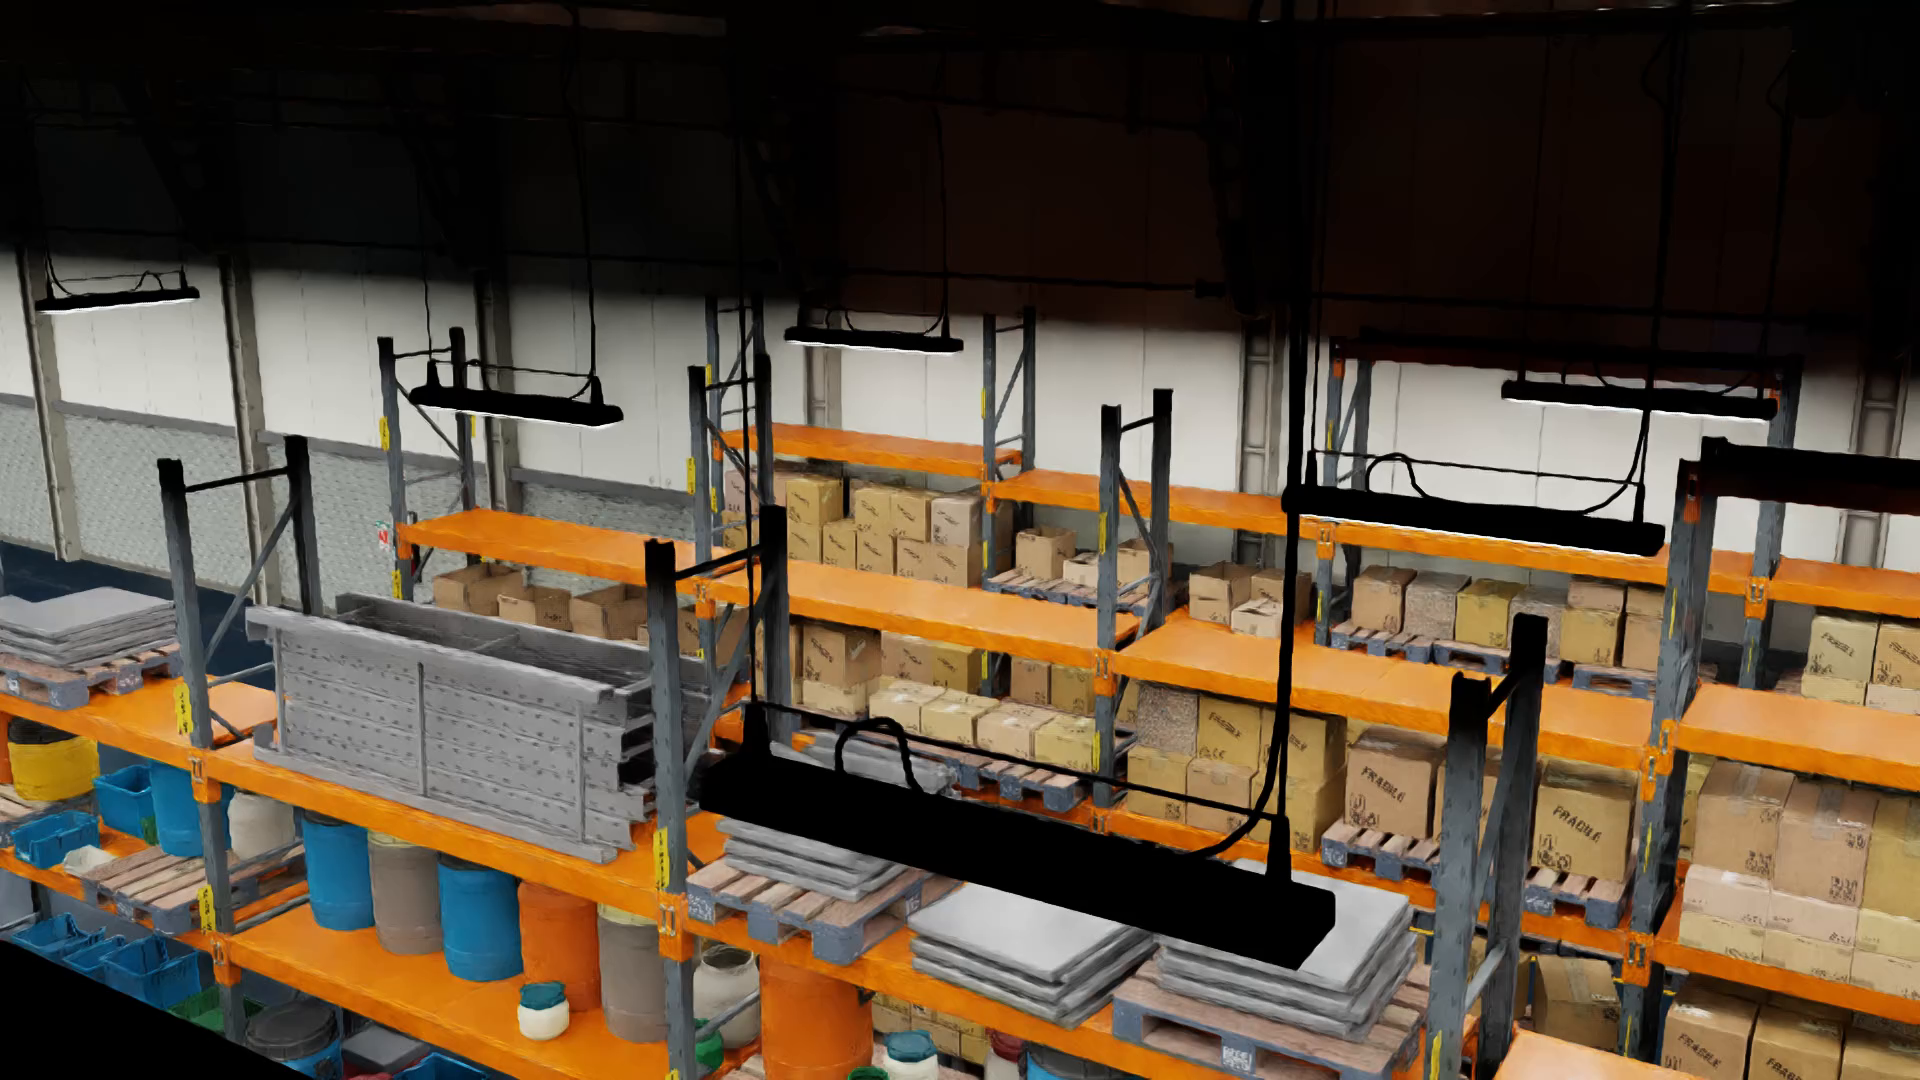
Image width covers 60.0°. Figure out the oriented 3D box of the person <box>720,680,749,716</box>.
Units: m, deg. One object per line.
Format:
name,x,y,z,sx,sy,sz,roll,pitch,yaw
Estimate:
person,-2.659,2.409,19.799,0.594,1.786,0.443,1,14,4
